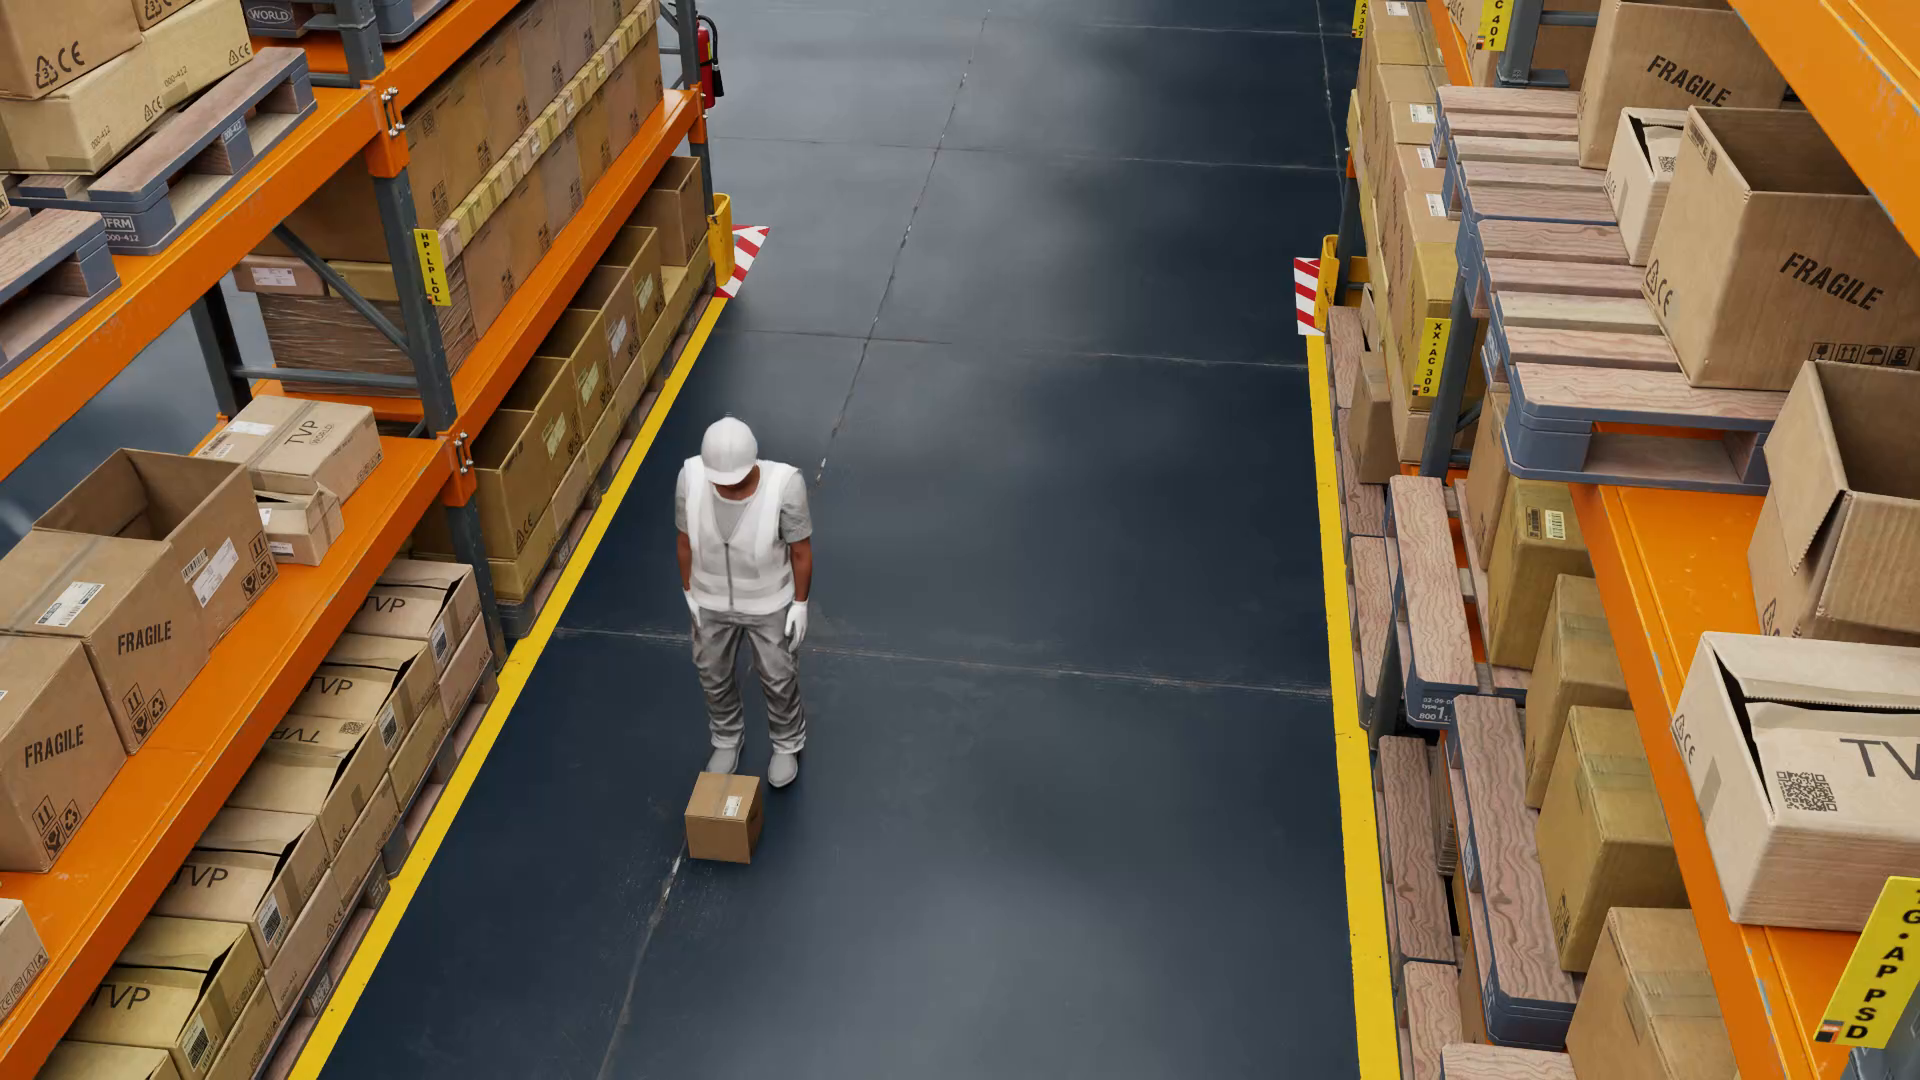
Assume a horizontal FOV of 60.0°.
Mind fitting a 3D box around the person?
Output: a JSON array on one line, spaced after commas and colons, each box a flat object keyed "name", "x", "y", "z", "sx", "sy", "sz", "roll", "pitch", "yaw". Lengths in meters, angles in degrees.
[{"name": "person", "x": -0.856, "y": 0.248, "z": 6.701, "sx": 0.557, "sy": 1.767, "sz": 0.389, "roll": 5, "pitch": 36, "yaw": 7}]
